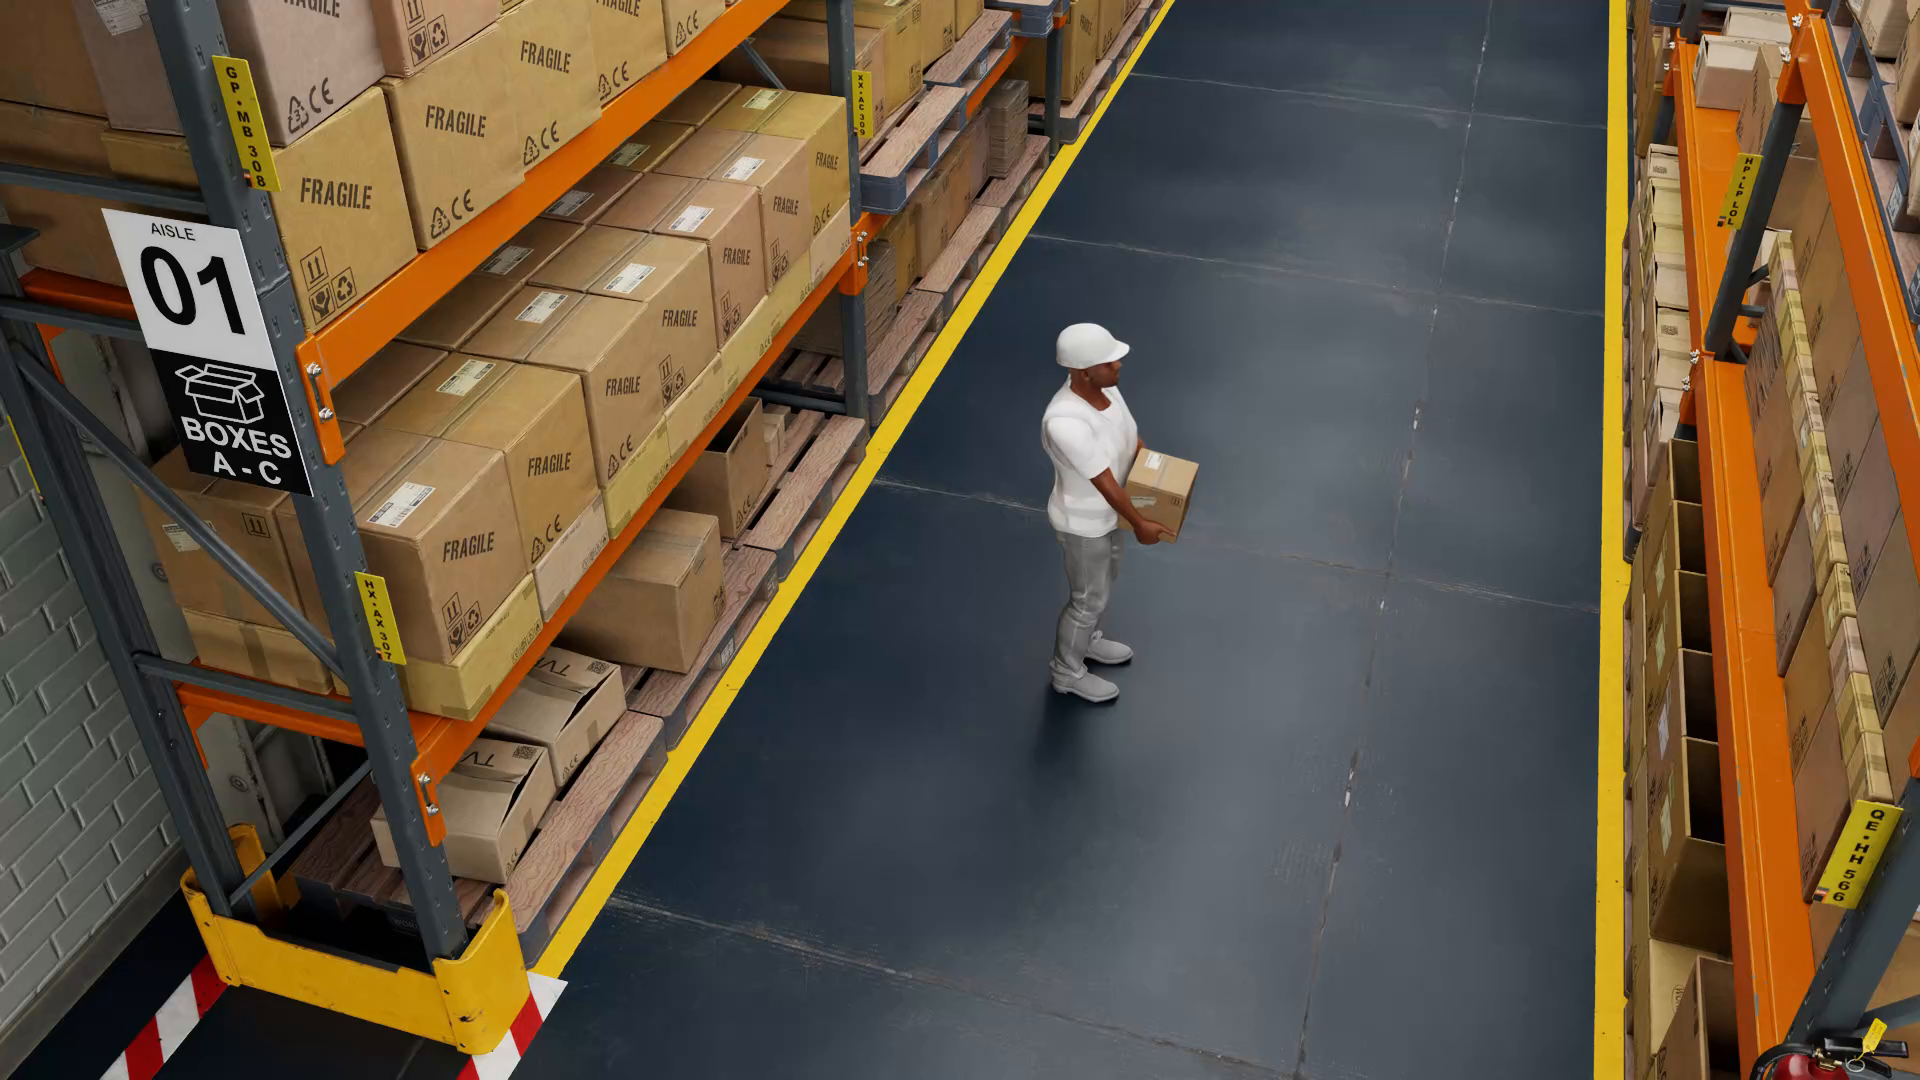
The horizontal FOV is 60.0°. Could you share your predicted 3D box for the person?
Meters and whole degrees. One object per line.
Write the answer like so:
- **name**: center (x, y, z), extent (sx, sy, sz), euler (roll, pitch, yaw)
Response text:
- **person**: center (0.651, -0.105, 7.017), extent (0.586, 1.760, 0.503), euler (11, 38, 15)
